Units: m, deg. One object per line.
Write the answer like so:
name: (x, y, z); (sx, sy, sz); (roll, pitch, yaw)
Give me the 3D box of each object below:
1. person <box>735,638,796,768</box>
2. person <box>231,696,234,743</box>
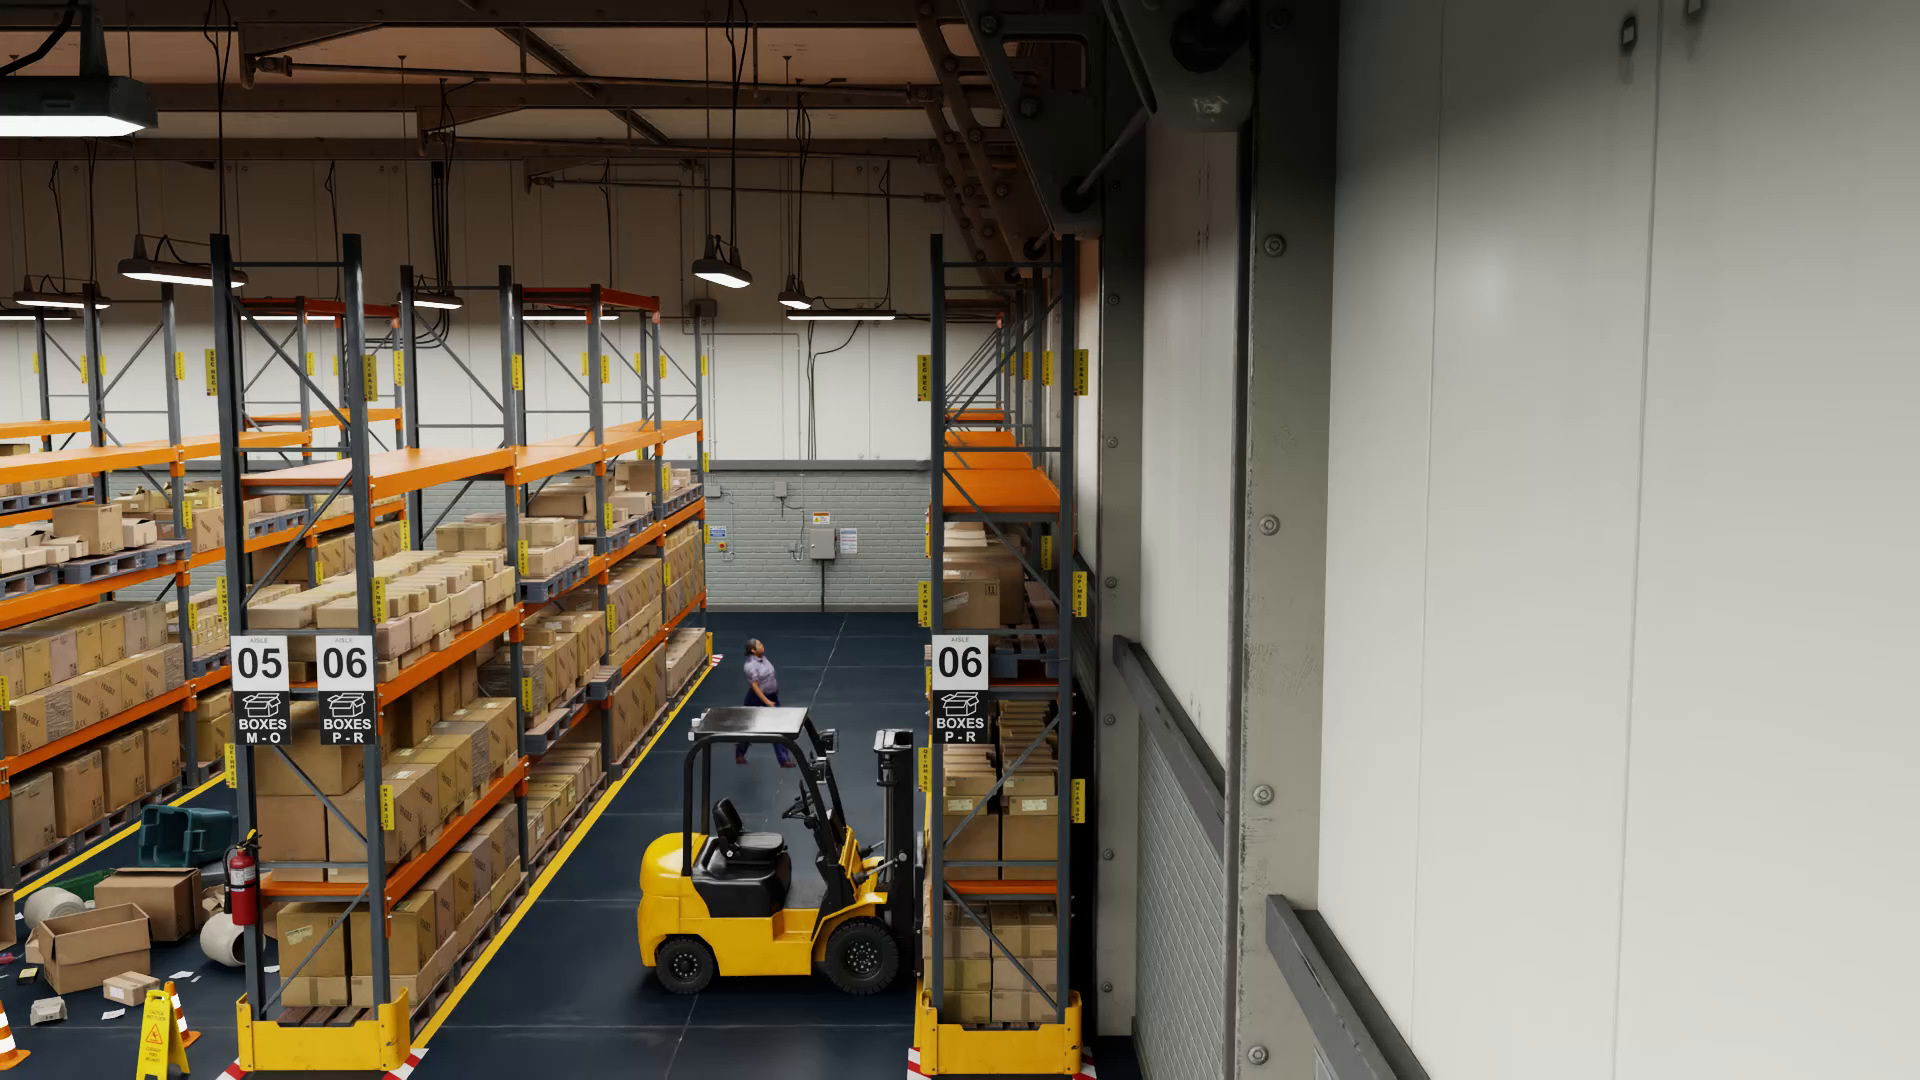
person: (-2.393, 2.018, 20.189); (0.985, 1.512, 0.454); (6, 9, 44)
person: (-7.866, 2.272, 18.527); (0.595, 1.718, 0.477); (6, 9, 44)
